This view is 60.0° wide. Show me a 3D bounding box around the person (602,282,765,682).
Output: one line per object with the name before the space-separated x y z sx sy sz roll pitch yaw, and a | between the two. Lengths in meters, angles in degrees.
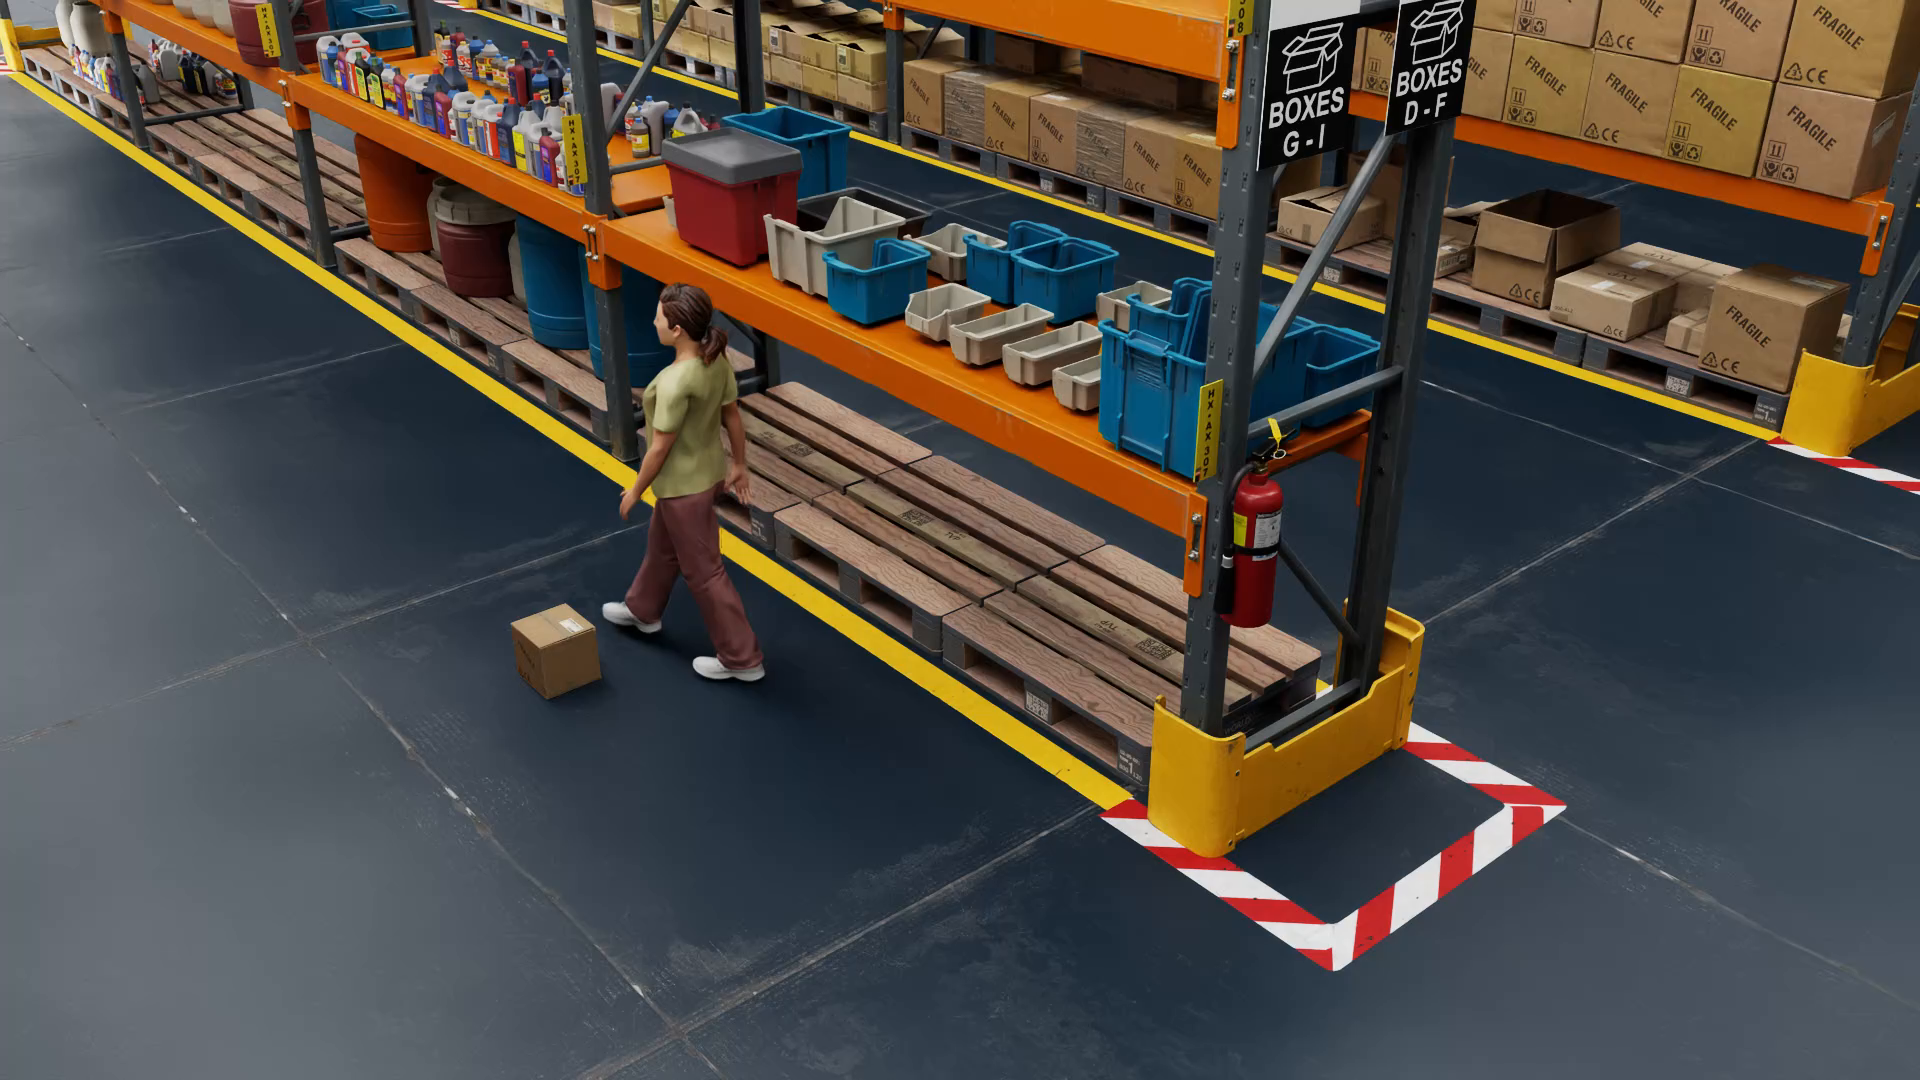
person | -1.189 -0.231 6.535 0.853 1.644 0.469 9 29 16
